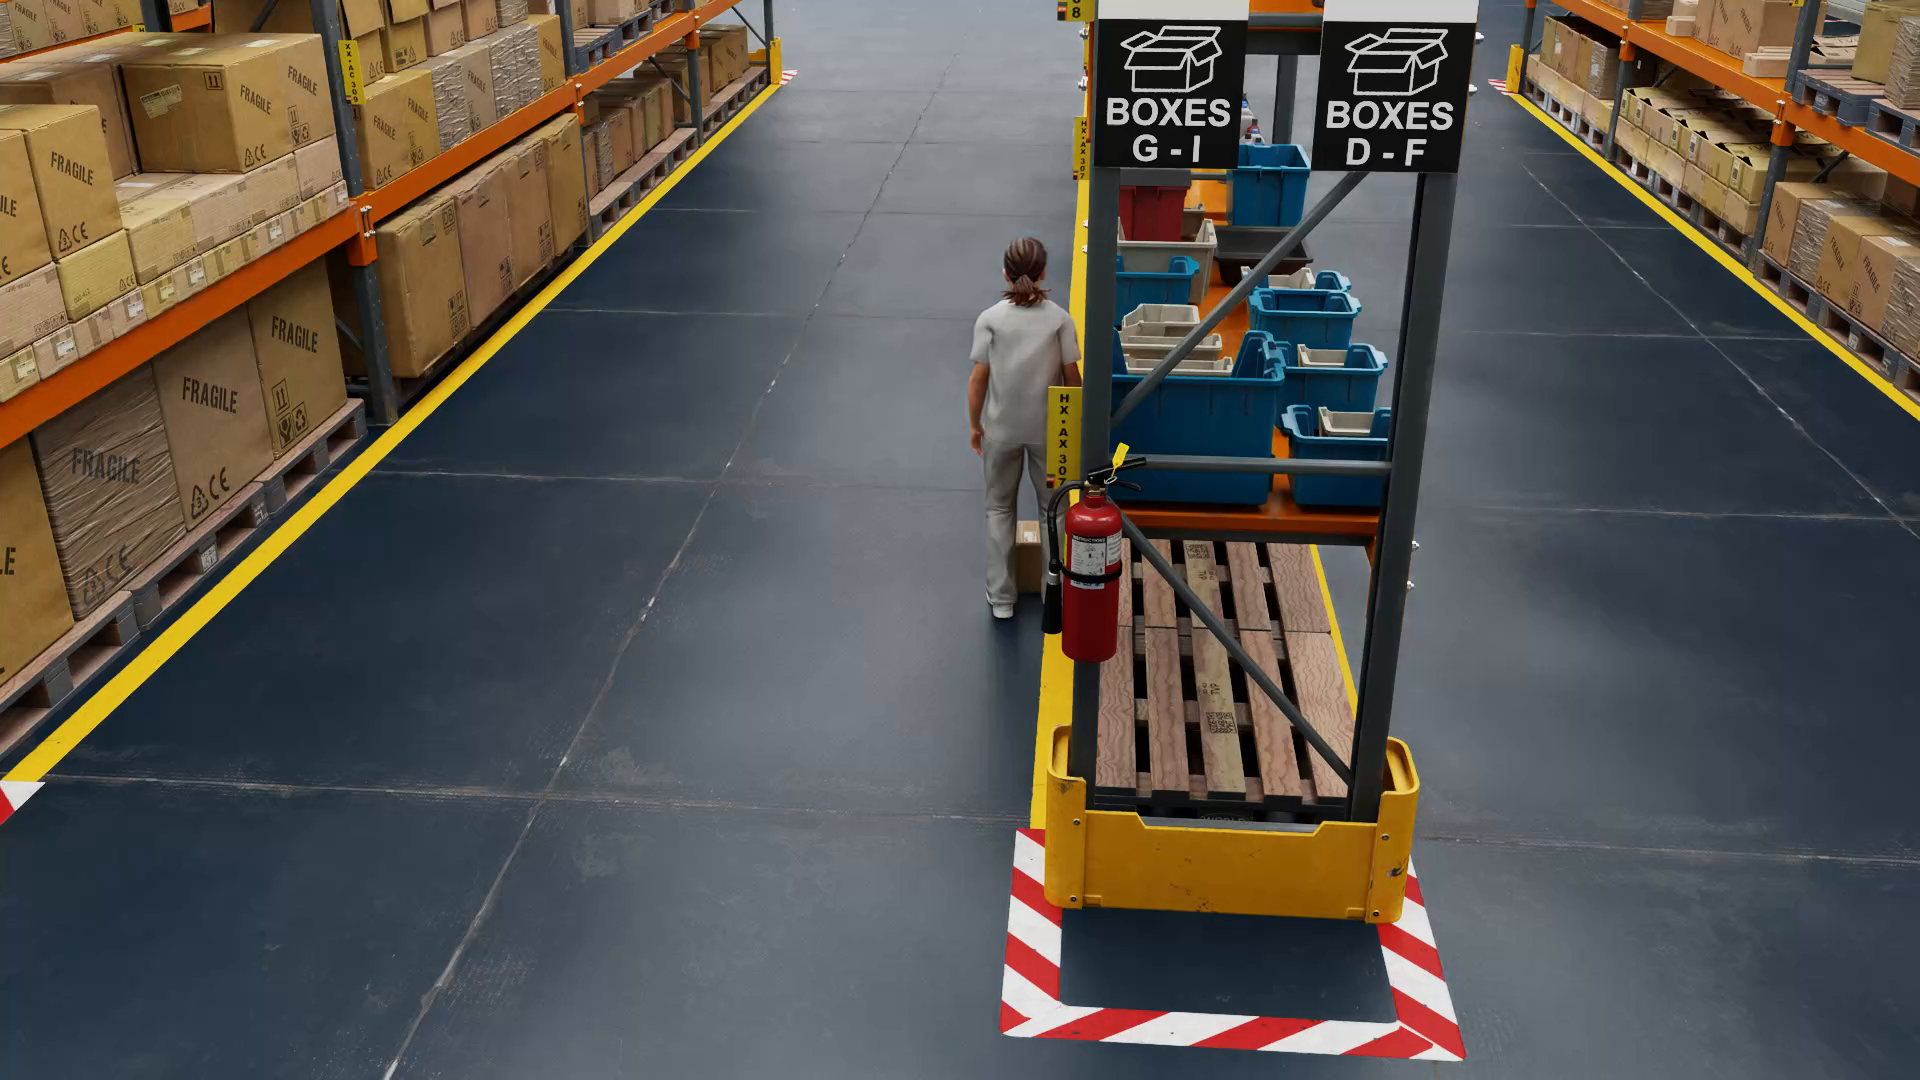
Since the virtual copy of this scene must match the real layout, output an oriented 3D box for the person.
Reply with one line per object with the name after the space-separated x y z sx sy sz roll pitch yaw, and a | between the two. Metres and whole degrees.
0.284 -0.456 7.102 0.492 1.673 0.353 2 25 4 | person
